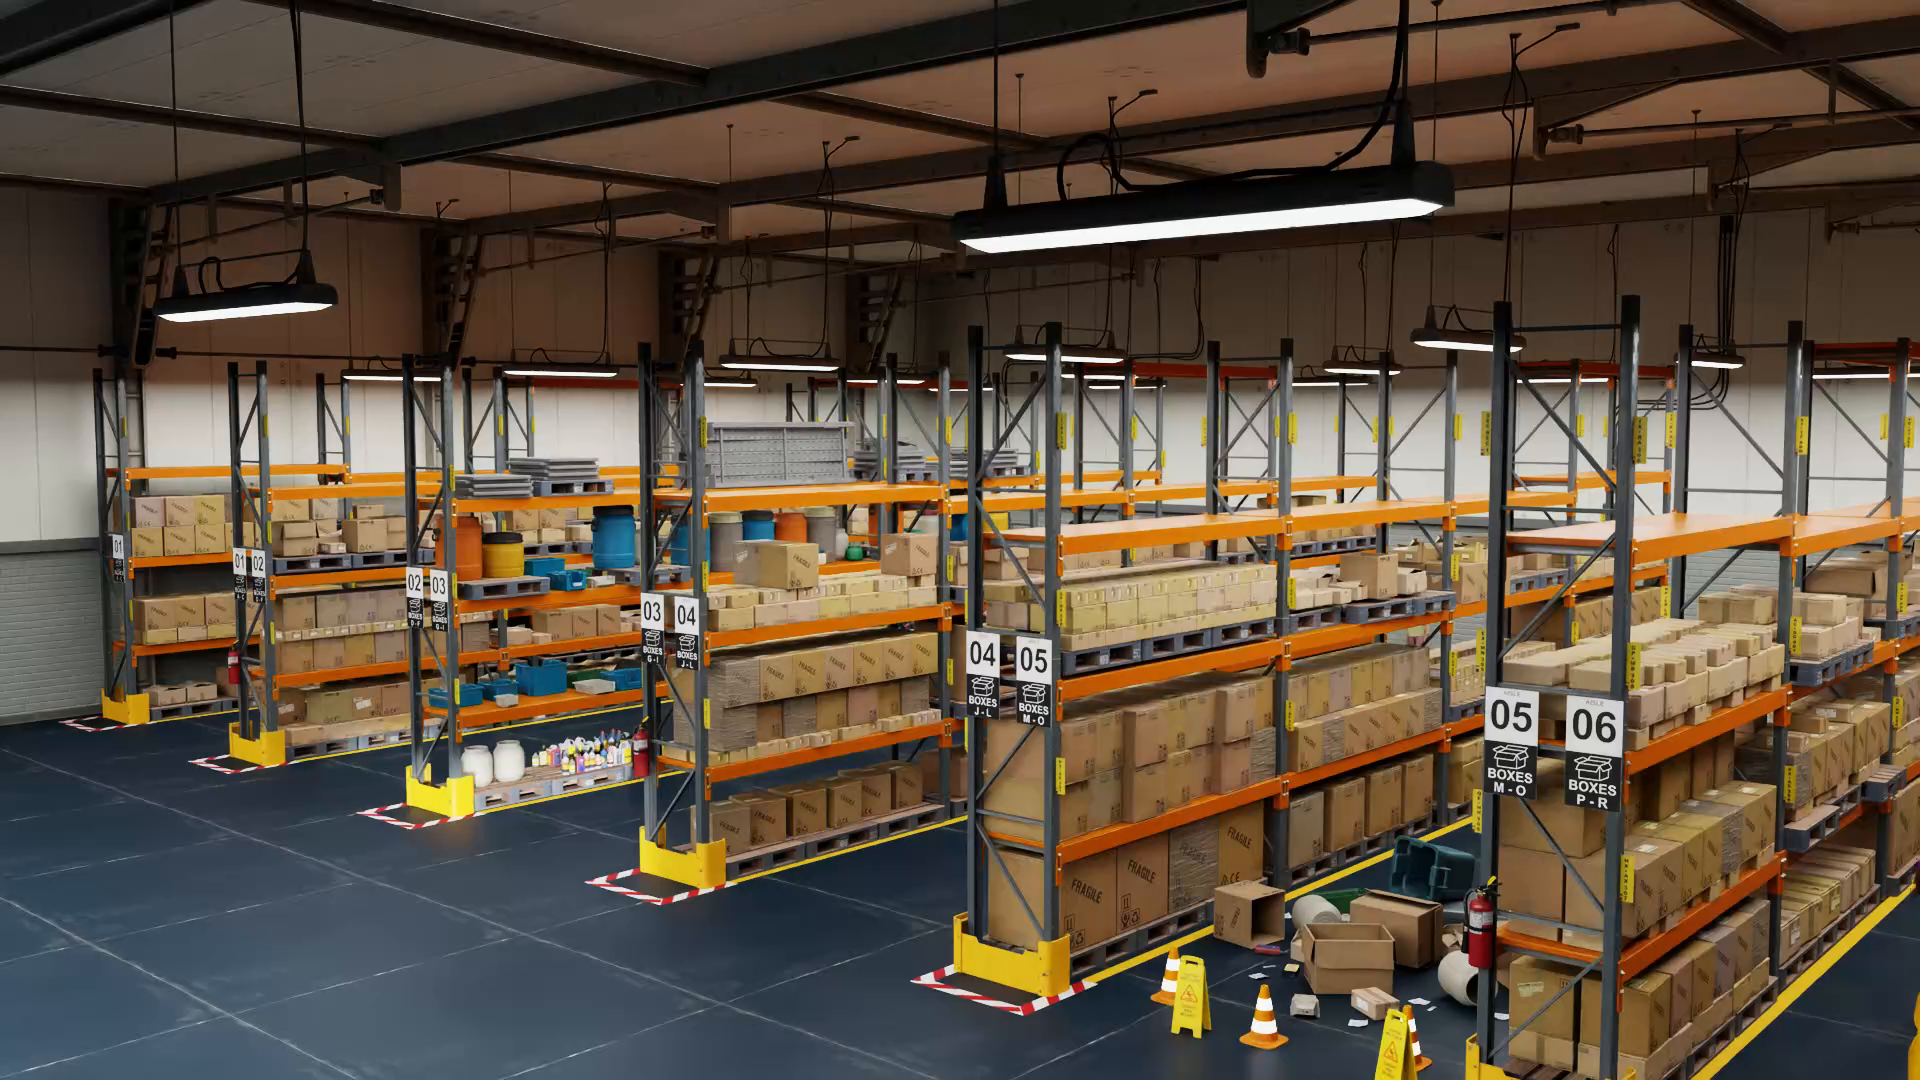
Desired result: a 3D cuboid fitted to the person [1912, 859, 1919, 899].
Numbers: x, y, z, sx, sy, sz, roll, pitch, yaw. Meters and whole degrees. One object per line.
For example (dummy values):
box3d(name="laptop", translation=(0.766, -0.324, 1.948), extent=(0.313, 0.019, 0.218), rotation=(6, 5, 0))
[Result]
box3d(name="person", translation=(8.783, 3.249, 14.666), extent=(0.753, 1.785, 0.622), rotation=(4, 5, 40))

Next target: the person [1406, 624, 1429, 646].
box3d(name="person", translation=(9.086, 1.920, 33.014), extent=(0.473, 1.676, 0.514), rotation=(2, 5, 27))
